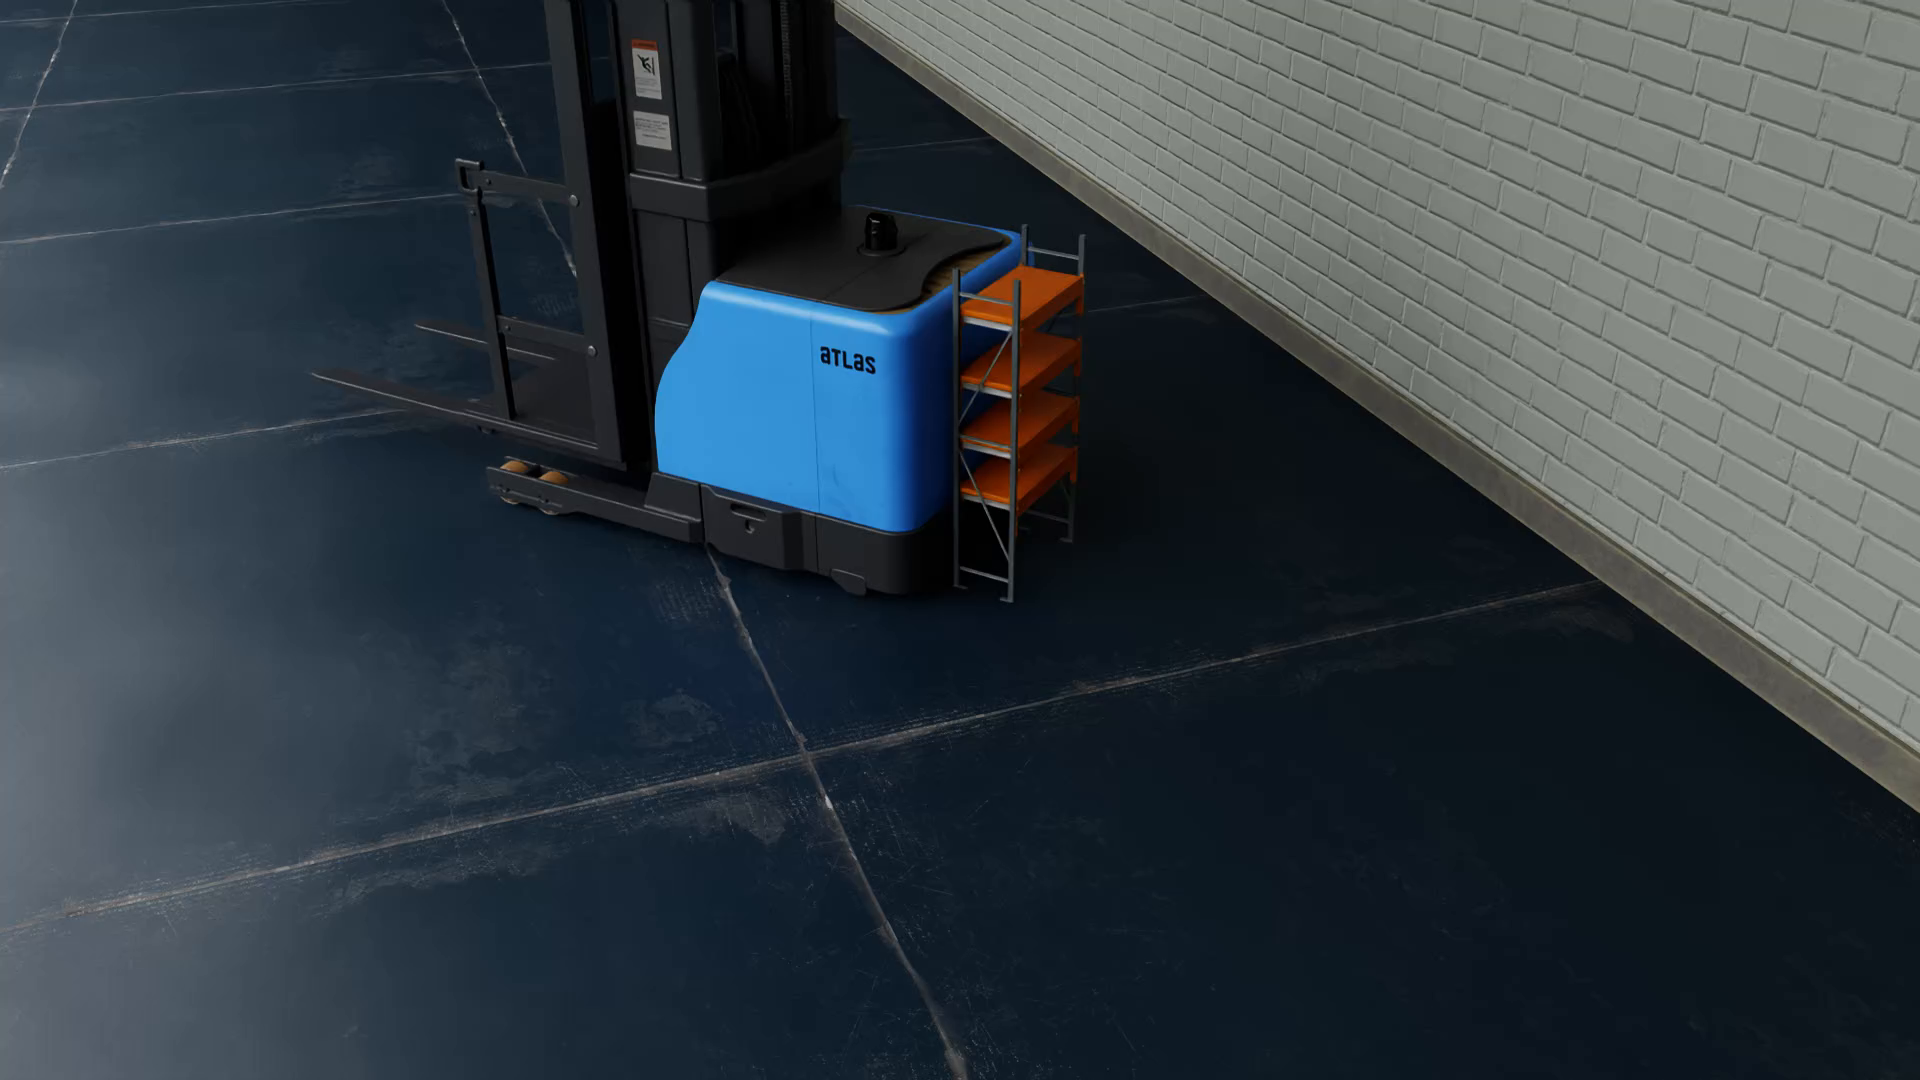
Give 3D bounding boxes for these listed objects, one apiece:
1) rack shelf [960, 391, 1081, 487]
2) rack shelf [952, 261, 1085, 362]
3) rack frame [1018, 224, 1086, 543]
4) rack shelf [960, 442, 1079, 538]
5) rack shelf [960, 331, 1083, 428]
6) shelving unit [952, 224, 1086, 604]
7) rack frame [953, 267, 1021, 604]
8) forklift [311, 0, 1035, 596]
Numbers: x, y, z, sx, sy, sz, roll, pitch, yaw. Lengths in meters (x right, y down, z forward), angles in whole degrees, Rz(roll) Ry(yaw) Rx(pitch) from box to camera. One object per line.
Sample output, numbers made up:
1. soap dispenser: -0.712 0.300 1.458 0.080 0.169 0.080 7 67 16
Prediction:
1. rack shelf: 0.203 -0.376 5.833 0.258 0.148 0.480 15 33 25
2. rack shelf: 0.203 -0.776 5.606 0.258 0.148 0.480 15 33 25
3. rack frame: 0.321 -0.540 5.986 0.240 1.200 0.015 15 33 25
4. rack shelf: 0.203 -0.203 5.932 0.258 0.148 0.480 15 33 25
5. rack shelf: 0.203 -0.570 5.723 0.258 0.148 0.480 15 33 25
6. shelving unit: 0.203 -0.434 5.800 0.258 1.200 0.503 15 33 25
7. rack frame: 0.085 -0.329 5.615 0.240 1.200 0.015 15 33 25
8. forklift: -1.260 -1.583 6.067 3.031 2.935 1.130 15 33 24
